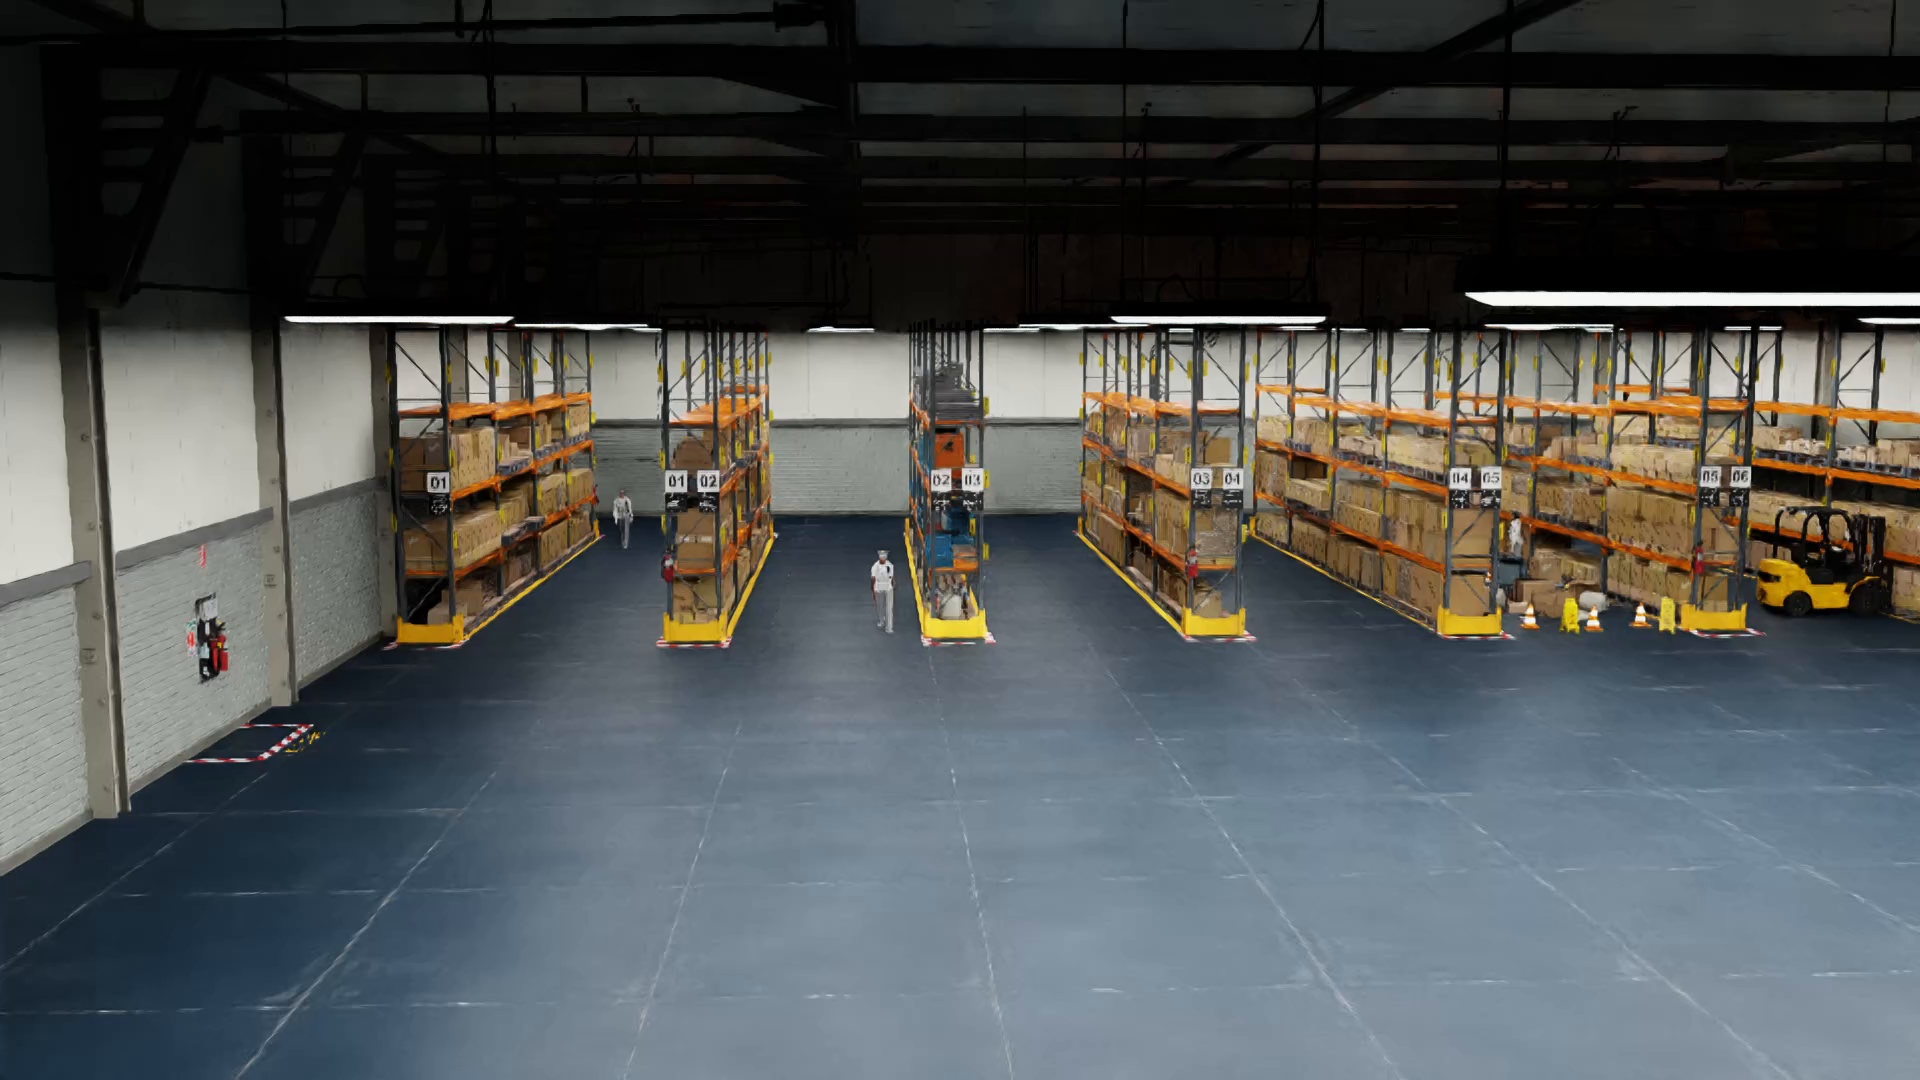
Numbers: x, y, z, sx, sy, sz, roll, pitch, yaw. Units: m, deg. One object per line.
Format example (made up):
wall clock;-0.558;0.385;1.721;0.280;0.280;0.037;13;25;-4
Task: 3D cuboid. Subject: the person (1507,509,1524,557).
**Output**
person;12.872;0.114;38.639;0.542;1.667;0.571;3;8;21

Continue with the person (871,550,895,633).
person;-1.486;0.956;32.099;0.457;1.583;1.075;0;7;0

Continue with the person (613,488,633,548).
person;-9.098;-0.620;44.843;0.495;1.589;1.086;0;7;-1
